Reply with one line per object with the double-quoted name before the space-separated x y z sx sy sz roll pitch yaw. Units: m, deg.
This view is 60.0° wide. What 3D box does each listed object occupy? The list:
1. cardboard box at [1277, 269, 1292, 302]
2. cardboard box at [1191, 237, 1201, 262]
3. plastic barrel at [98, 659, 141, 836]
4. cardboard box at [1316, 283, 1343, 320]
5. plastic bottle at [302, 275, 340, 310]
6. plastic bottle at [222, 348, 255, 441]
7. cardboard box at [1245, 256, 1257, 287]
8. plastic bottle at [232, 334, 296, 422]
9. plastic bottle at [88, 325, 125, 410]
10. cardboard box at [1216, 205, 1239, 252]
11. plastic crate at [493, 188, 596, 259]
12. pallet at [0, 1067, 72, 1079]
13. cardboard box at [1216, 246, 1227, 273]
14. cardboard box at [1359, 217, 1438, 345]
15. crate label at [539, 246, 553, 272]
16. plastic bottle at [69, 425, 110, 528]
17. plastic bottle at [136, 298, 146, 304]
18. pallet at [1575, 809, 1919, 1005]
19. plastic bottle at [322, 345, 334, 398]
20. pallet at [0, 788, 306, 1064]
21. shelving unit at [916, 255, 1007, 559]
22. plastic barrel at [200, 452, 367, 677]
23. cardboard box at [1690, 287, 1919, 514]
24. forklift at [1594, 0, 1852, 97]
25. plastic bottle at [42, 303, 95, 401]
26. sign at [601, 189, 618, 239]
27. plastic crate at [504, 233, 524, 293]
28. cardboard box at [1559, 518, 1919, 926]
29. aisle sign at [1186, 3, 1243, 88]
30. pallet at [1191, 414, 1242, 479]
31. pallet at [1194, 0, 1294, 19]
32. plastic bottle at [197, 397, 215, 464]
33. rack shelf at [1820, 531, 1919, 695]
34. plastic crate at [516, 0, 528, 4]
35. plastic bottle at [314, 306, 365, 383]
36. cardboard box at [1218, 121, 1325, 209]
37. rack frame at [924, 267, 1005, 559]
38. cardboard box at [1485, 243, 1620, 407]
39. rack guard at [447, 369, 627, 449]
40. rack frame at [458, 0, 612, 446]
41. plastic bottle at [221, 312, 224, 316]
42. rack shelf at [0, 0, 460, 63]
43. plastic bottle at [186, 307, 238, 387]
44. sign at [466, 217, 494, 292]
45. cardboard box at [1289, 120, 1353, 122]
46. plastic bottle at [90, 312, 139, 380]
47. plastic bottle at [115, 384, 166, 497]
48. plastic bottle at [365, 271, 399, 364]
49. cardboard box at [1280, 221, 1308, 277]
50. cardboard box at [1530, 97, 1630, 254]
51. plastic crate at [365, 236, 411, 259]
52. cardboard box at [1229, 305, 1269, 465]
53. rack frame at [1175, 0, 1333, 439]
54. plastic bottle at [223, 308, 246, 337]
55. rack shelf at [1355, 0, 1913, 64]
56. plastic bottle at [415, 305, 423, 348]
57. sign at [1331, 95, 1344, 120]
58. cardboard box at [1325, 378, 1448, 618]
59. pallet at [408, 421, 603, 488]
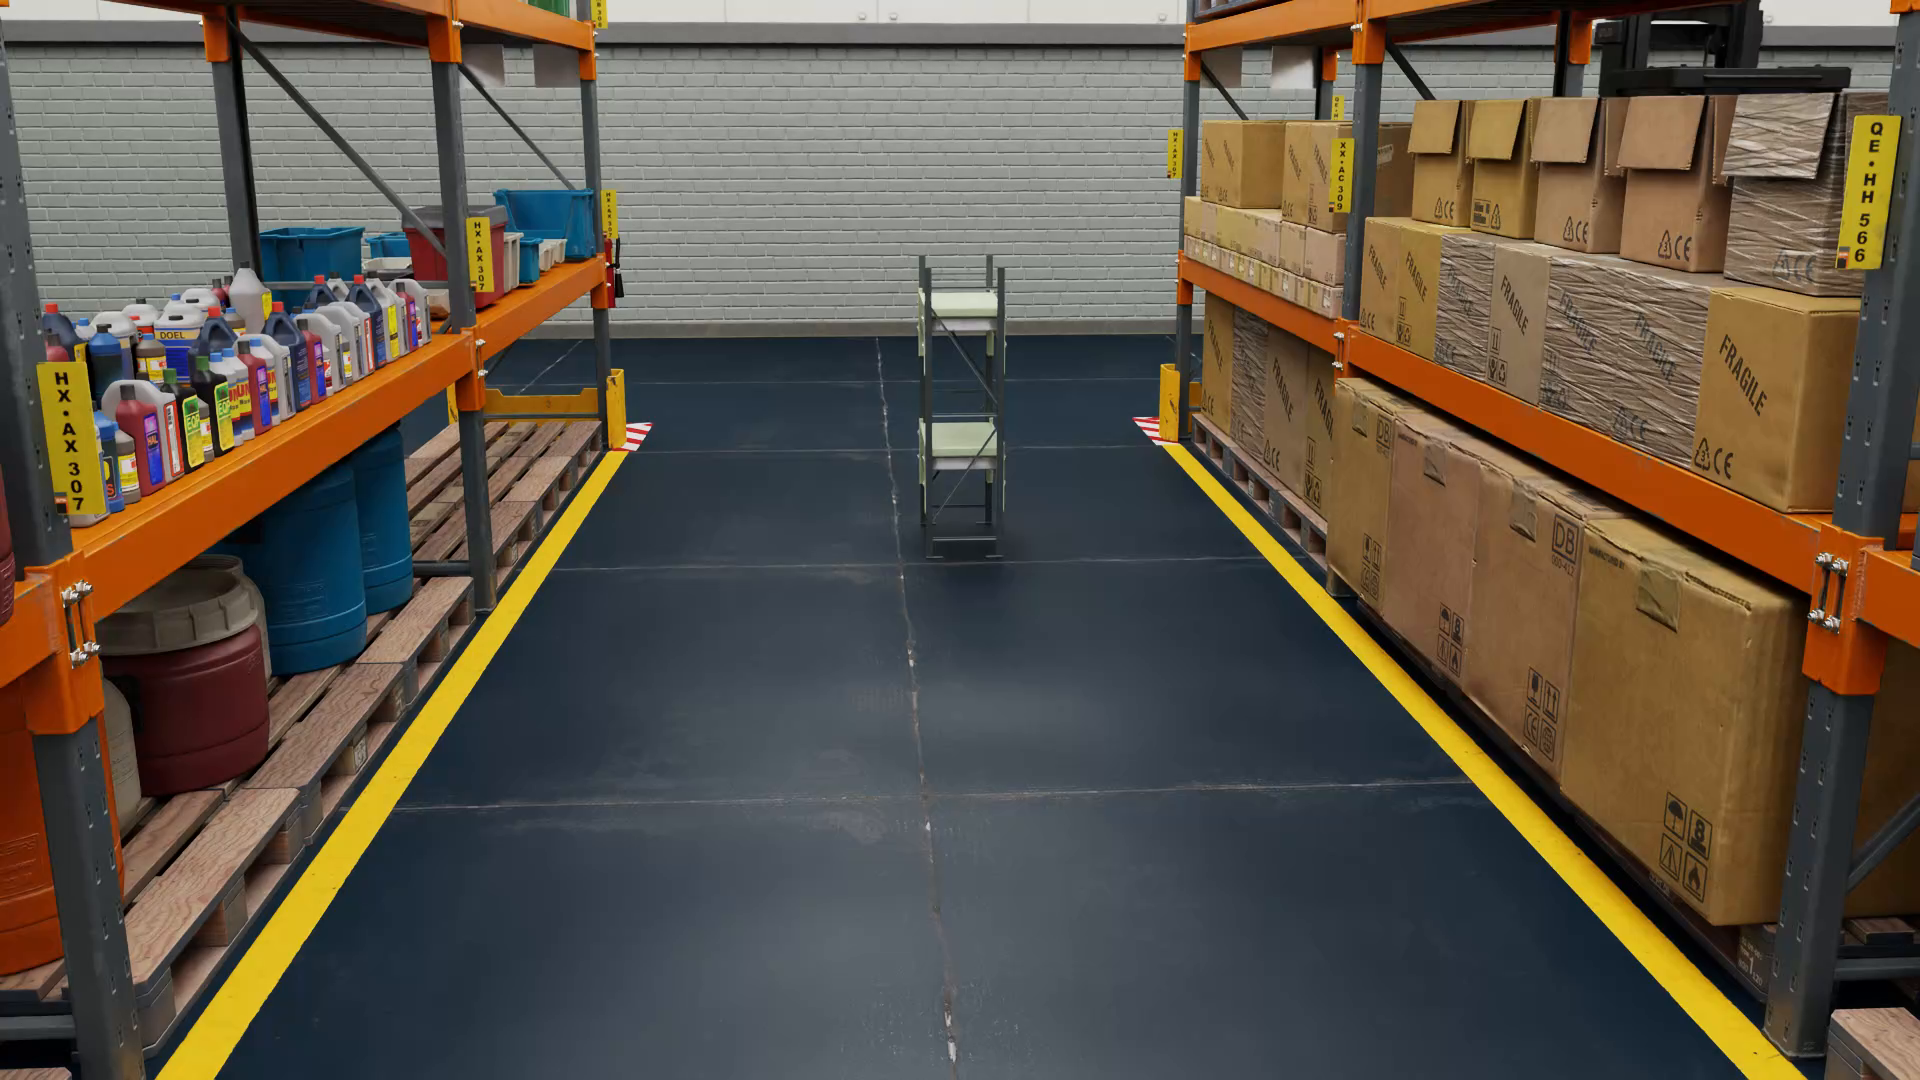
"cardboard box" 1.880 -1.336 8.703 0.380 0.149 0.250 -1 14 -2
"cardboard box" 1.735 -1.911 10.938 0.380 0.149 0.250 -1 14 -4
"plastic barrel" -2.594 0.617 4.757 0.421 0.512 0.421 0 14 0
"cardboard box" 1.927 -1.144 7.957 0.380 0.149 0.250 -1 14 -3
"plastic bottle" -2.419 -0.823 6.303 0.144 0.351 0.185 -1 14 -3
"plastic bottle" -2.164 -0.433 4.948 0.097 0.271 0.097 0 14 0
"cardboard box" 1.833 -1.527 9.445 0.380 0.149 0.250 -1 14 -3
"plastic bottle" -2.212 -0.521 5.281 0.152 0.276 0.135 -1 14 -3
"plastic bottle" -2.814 -0.572 5.487 0.097 0.271 0.097 0 14 0
"cardboard box" 1.852 -1.883 10.031 0.500 0.250 0.500 -1 14 -5
"plastic crate" -2.711 -2.079 10.896 0.616 0.435 0.499 -1 14 -3
"pallet" -2.413 1.420 3.083 1.003 0.211 1.213 -1 14 -3
"cardboard box" 1.784 -1.719 10.192 0.380 0.149 0.250 -1 14 -5
"cardboard box" 2.052 -1.125 7.179 0.500 0.500 0.500 -1 14 -3
"crate label" -2.642 -1.673 9.919 0.396 0.136 0.243 -1 14 -3
"plastic bottle" -2.127 -0.176 3.940 0.152 0.276 0.135 -1 14 -3
"plastic bottle" -3.018 -0.743 6.130 0.061 0.283 0.133 -1 14 -3
"pallet" 2.547 0.953 4.898 1.003 0.211 1.213 -1 14 -3
"plastic bottle" -2.212 -0.593 5.711 0.097 0.201 0.097 0 14 0
"pallet" -2.513 1.031 4.594 1.003 0.211 1.213 -1 14 -3
"shelving unit" 0.000 -0.725 8.833 0.431 1.500 0.755 -1 14 -3
"plastic barrel" -2.610 0.006 6.351 0.600 0.901 0.708 -1 14 -3
"cardboard box" 2.243 -0.367 4.234 0.500 0.500 0.500 0 14 -2
"forklift" 4.508 -1.789 10.097 1.130 2.935 3.031 -1 14 -5
"plastic bottle" -2.932 -0.597 5.427 0.144 0.351 0.185 -1 14 -3
"sign" -2.370 -2.205 11.248 0.100 0.325 0.005 -1 14 -3
"plastic crate" -2.581 -1.473 8.848 0.437 0.282 0.530 -1 14 -3
"cardboard box" 2.499 0.454 4.665 1.225 0.875 0.875 -2 15 -6
"aisle sign" 1.722 -3.462 11.245 0.394 0.787 0.004 -1 14 -3
"pallet" 2.153 -0.642 11.096 1.003 0.211 1.213 -1 14 -3
"pallet" 2.082 -3.415 10.438 1.003 0.211 1.213 -1 14 -3
"plastic bottle" -2.143 -0.318 4.639 0.097 0.201 0.097 0 14 0
"rack shelf" 2.645 0.646 1.941 1.077 0.370 4.000 -1 14 -3
"plastic crate" -2.542 -2.928 8.897 0.437 0.136 0.530 -1 14 -3
"plastic bottle" -2.261 -0.716 6.037 0.152 0.276 0.135 -1 14 -3
"cardboard box" 1.855 -2.248 9.941 0.500 0.500 0.500 -1 14 -5
"rack frame" 0.023 -0.634 8.479 0.400 1.500 0.023 -1 14 -3
"cardboard box" 2.152 -0.747 5.710 0.500 0.500 0.500 -1 14 -2
"rack guard" -2.932 -0.908 11.554 1.175 0.500 0.348 -1 14 -3
"rack frame" -2.918 -2.113 11.220 1.000 3.000 0.127 -1 14 -3
"plastic bottle" -3.040 -0.863 6.759 0.097 0.201 0.097 0 14 0
"rack shelf" -2.546 -1.725 5.136 1.077 0.370 4.000 -1 14 -3
"plastic bottle" -2.362 -0.561 5.287 0.144 0.351 0.185 -1 14 -3
"sign" -2.121 -1.260 7.350 0.100 0.325 0.005 -1 14 -3
"cardboard box" 2.318 -2.507 10.950 0.500 0.500 0.500 -1 14 -3
"plastic bottle" -2.950 -0.649 5.779 0.152 0.276 0.135 -1 14 -3
"plastic bottle" -2.101 -0.262 4.260 0.061 0.283 0.133 -1 14 -3
"plastic bottle" -2.287 -0.871 6.491 0.144 0.351 0.185 -1 14 -3
"cardboard box" 1.949 -1.501 8.543 0.500 0.250 0.500 0 14 -2
"cardboard box" 2.406 -1.245 5.632 0.797 0.503 0.637 0 14 -2
"plastic crate" -3.131 -1.593 9.412 0.416 0.233 0.300 -1 14 -3
"cardboard box" 2.201 -0.980 10.236 0.875 0.875 0.875 -1 14 -3
"rack frame" 2.025 -2.190 11.517 1.000 3.000 0.127 -1 14 -3
"plastic bottle" -2.876 -0.817 6.580 0.097 0.201 0.097 0 14 0
"rack shelf" 2.397 -1.802 5.433 1.077 0.370 4.000 -1 14 -3
"plastic bottle" -2.289 -0.901 6.906 0.097 0.201 0.097 0 14 0
"sign" 2.568 -2.870 11.362 0.100 0.325 0.005 -1 14 -3
"cardboard box" 2.333 -0.210 7.246 1.225 0.875 0.875 -1 14 -3
"pallet" -2.906 -0.557 10.768 1.003 0.211 1.213 -1 14 -3
